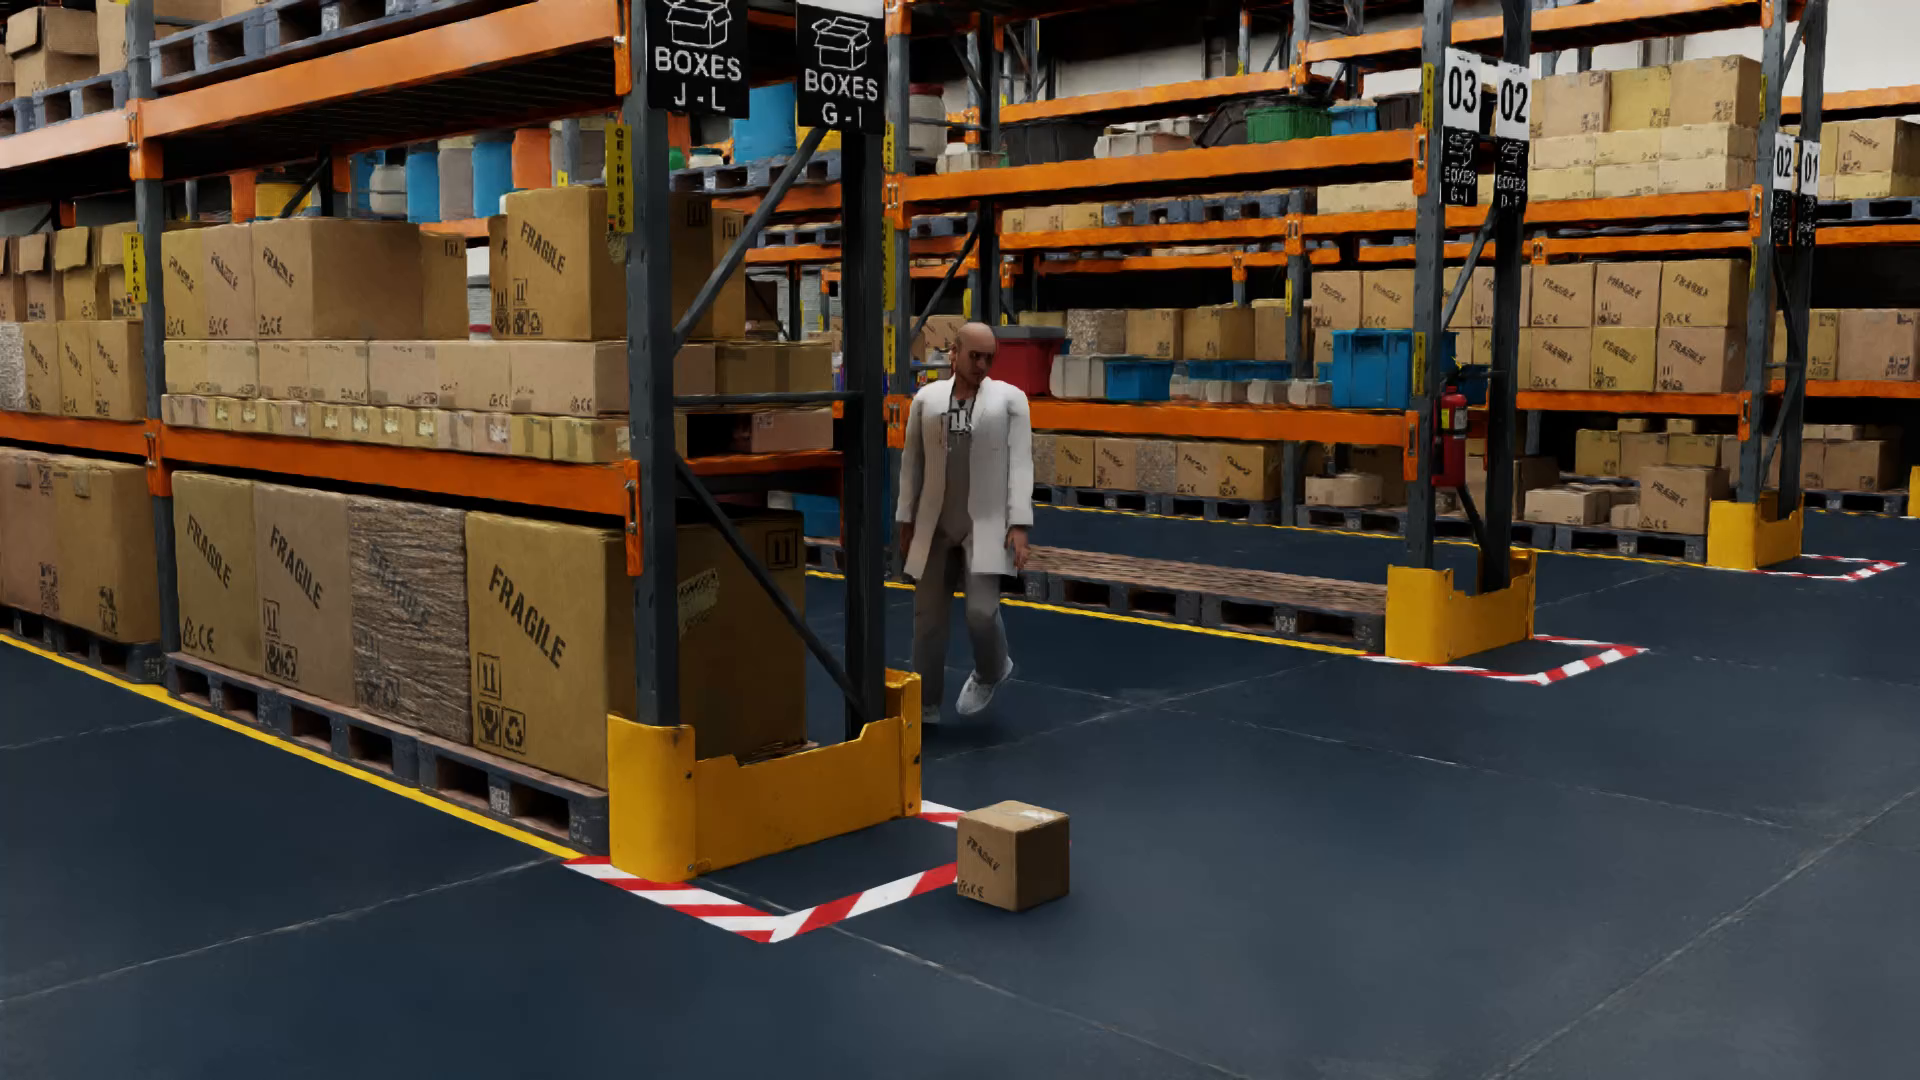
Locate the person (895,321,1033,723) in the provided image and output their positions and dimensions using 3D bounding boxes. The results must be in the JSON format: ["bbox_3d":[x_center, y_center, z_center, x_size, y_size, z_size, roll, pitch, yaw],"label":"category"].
[{"bbox_3d":[0.030,-0.057,7.208,0.640,1.761,0.555,2,7,19],"label":"person"}]
